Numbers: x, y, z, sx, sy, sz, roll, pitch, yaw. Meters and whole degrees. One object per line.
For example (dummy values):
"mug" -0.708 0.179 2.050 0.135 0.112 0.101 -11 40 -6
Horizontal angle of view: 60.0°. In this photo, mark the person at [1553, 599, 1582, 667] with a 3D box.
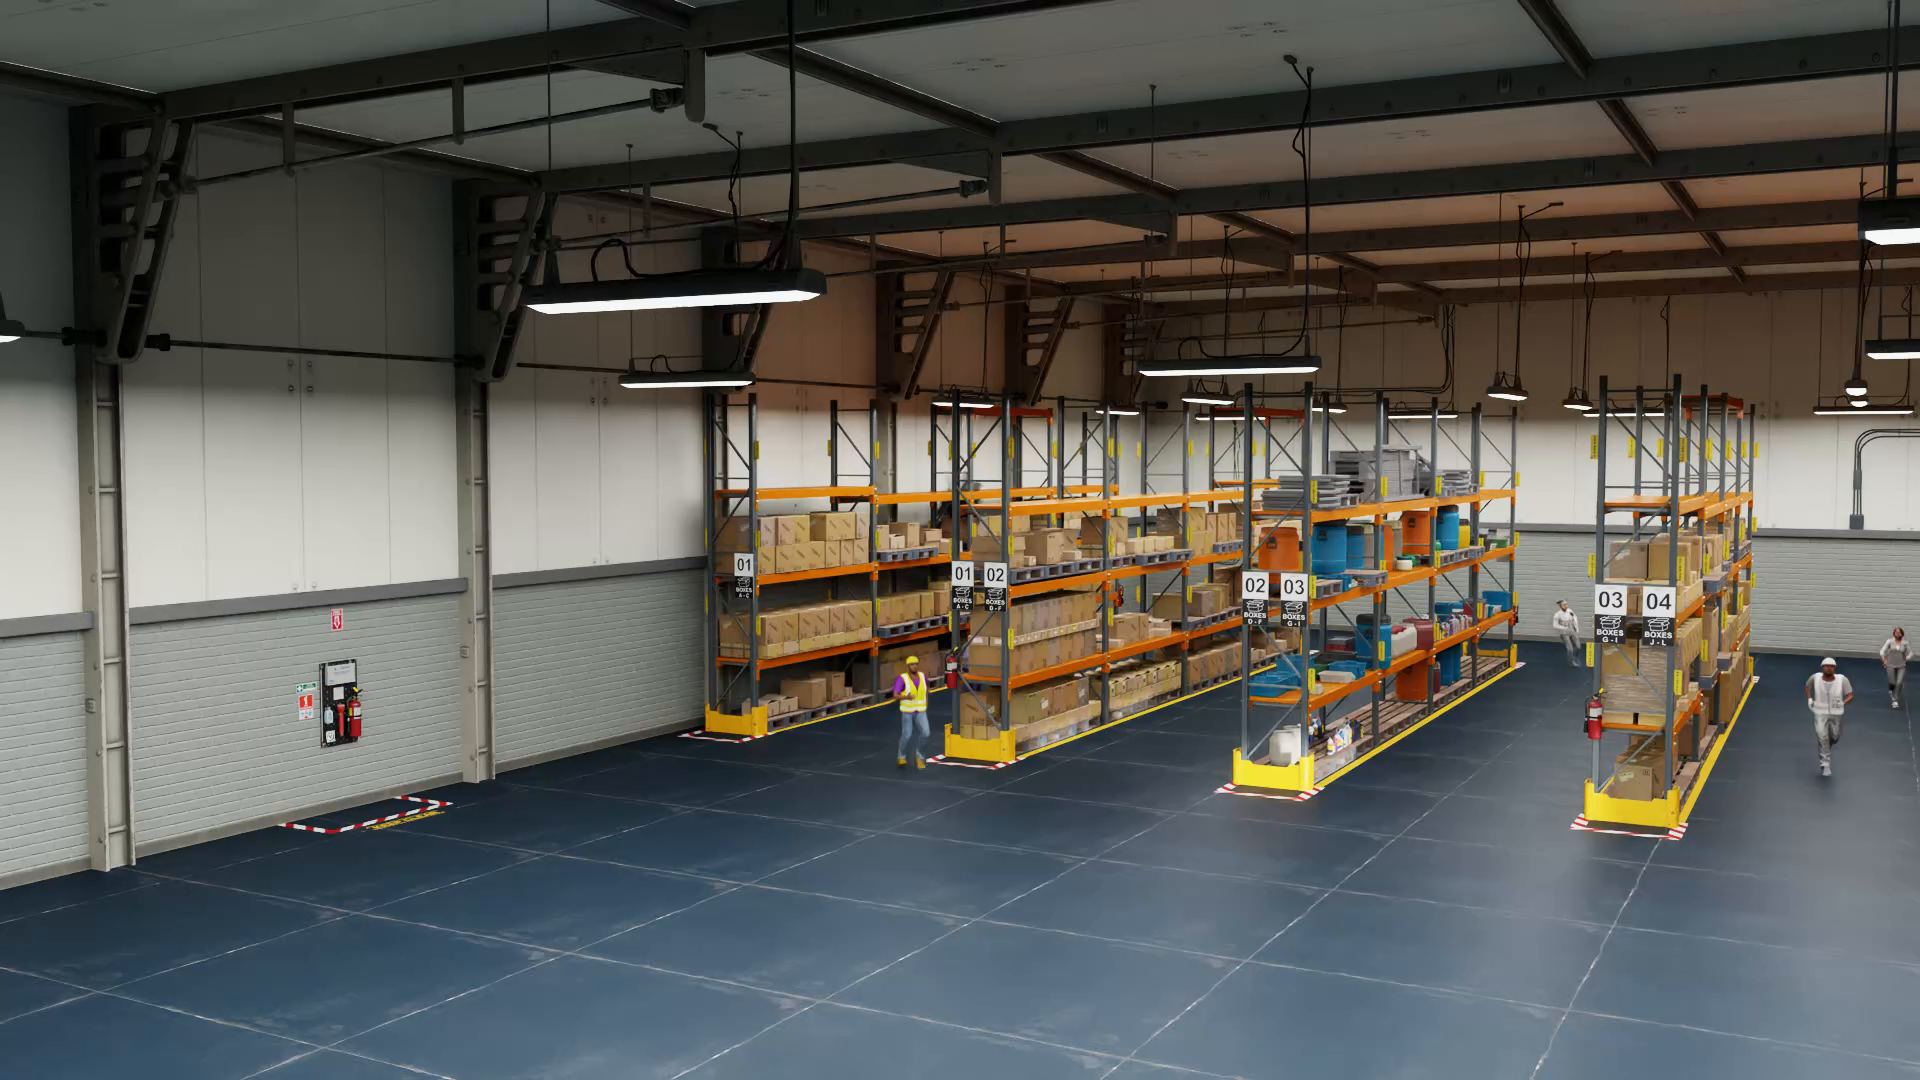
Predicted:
"person" 14.011 2.138 38.177 0.777 1.592 0.583 0 3 -9

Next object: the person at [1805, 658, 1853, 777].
"person" 13.565 2.729 25.951 0.640 1.801 1.147 1 3 18

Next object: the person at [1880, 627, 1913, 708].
"person" 18.312 2.481 32.522 0.557 1.565 0.577 2 3 26

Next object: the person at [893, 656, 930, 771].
"person" -0.732 2.722 26.040 0.679 1.823 0.722 -1 3 -22

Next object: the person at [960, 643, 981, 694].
"person" 0.205 2.534 31.206 0.645 1.600 0.624 1 3 19
